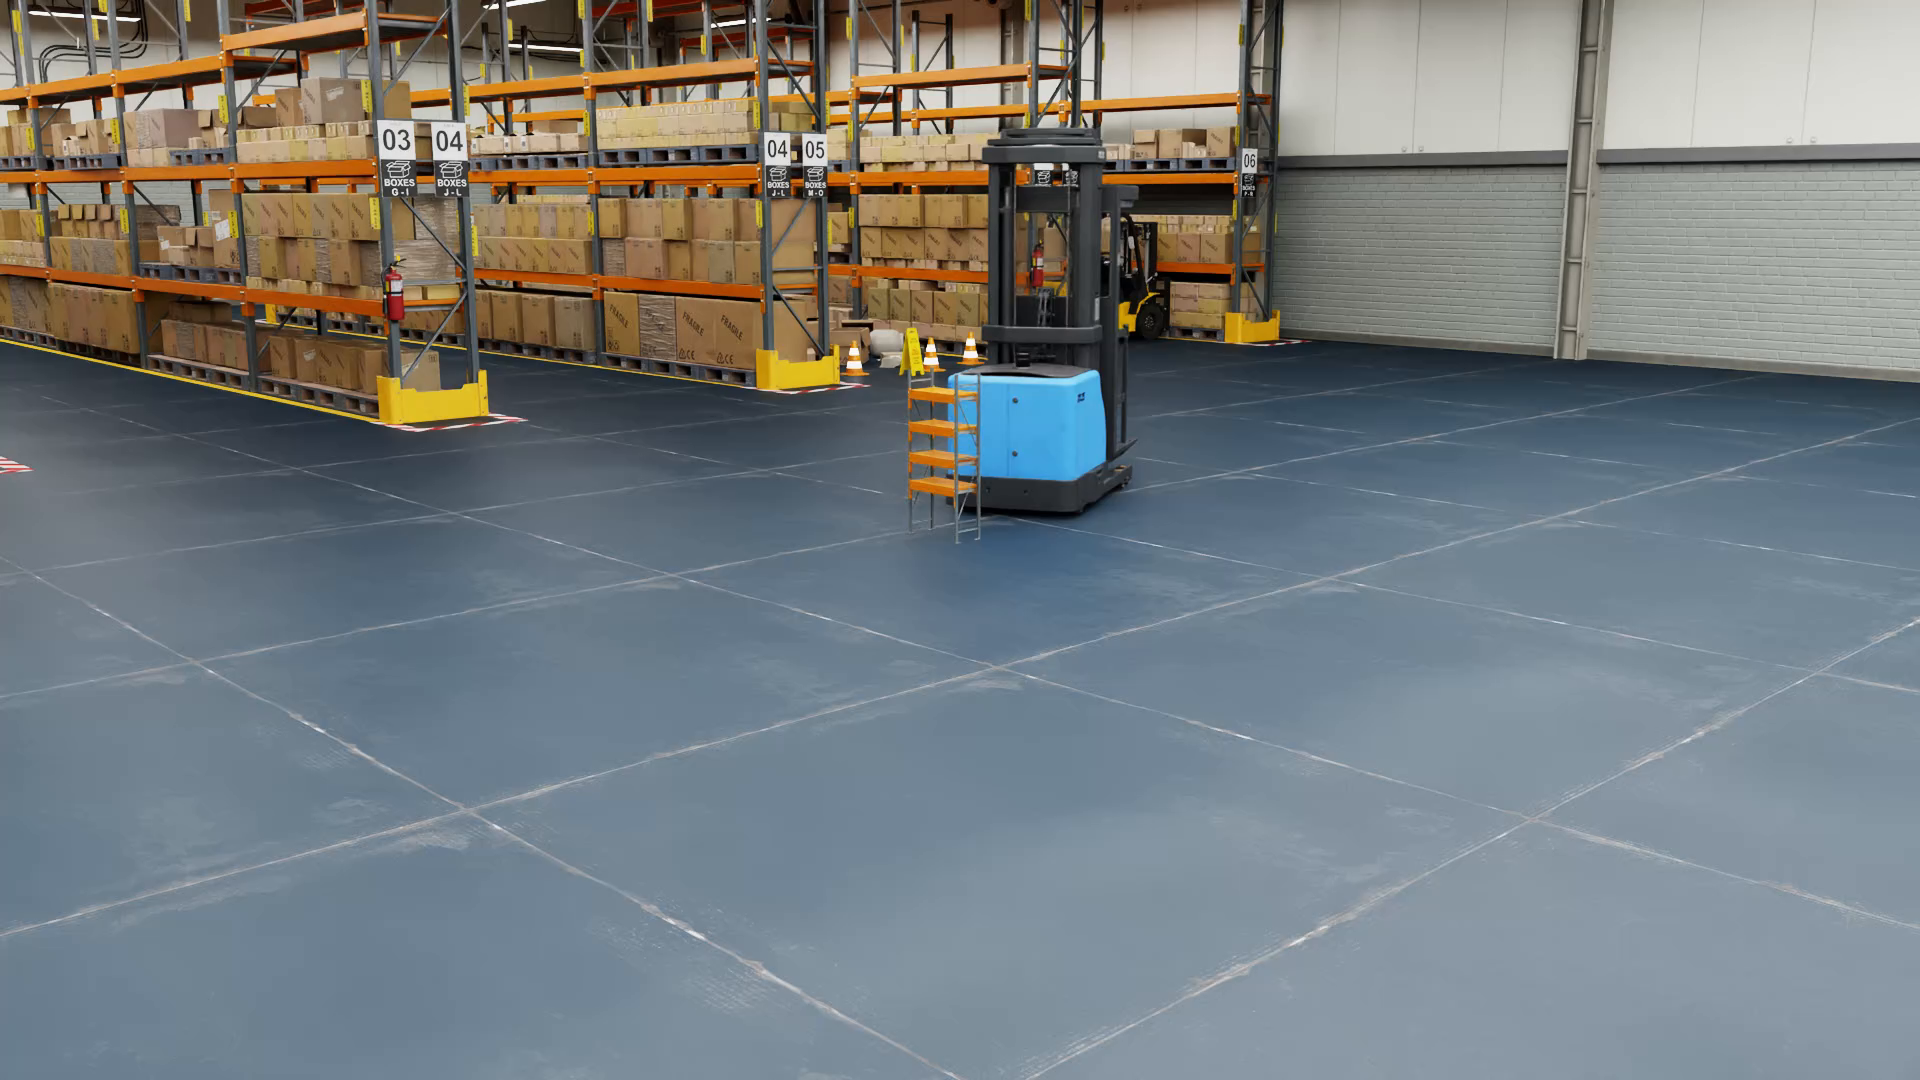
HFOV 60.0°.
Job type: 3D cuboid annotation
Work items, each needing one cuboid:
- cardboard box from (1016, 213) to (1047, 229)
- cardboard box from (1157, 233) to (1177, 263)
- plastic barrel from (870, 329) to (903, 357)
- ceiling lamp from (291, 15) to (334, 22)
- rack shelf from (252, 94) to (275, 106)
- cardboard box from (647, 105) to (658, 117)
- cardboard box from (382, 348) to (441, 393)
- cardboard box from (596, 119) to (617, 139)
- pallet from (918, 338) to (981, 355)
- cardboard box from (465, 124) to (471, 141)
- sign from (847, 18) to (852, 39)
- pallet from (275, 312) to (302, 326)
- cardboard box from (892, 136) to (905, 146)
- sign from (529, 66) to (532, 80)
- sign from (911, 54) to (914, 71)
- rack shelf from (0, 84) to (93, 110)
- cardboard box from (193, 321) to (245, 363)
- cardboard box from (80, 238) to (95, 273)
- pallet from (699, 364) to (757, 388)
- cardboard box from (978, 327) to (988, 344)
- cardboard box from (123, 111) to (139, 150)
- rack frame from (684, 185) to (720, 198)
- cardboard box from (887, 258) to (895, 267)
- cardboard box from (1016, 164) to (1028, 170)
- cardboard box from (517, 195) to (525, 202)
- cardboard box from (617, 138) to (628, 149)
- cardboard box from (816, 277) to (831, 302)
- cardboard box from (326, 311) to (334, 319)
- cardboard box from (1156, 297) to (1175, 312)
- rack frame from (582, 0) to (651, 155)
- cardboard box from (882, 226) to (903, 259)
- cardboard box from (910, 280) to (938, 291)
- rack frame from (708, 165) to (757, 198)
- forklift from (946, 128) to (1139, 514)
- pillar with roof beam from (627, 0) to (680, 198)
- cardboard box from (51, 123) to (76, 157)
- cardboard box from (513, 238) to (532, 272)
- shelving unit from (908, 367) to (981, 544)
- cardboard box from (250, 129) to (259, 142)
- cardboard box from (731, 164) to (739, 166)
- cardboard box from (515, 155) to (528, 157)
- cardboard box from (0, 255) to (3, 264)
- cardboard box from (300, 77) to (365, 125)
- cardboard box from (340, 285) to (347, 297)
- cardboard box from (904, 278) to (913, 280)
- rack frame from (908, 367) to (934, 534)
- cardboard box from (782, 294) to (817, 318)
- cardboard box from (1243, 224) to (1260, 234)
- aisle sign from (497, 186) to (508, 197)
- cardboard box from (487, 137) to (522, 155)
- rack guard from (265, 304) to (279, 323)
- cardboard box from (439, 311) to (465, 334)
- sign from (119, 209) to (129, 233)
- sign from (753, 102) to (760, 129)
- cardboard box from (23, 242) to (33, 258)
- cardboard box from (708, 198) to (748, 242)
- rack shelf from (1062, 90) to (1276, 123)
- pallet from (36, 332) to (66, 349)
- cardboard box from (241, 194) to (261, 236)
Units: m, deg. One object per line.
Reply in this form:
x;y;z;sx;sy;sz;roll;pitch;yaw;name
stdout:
0.881;-4.918;24.885;0.500;0.500;0.700;11;16;44;cardboard box
3.744;-5.118;29.070;0.500;0.500;0.500;-11;16;-44;cardboard box
-1.130;-3.018;25.511;0.512;0.421;0.421;-1;12;-4;plastic barrel
-13.265;-12.376;35.213;2.000;3.185;0.800;-11;16;-43;ceiling lamp
-11.787;-8.112;30.777;1.077;0.370;4.000;-11;16;-43;rack shelf
-3.996;-5.774;22.427;0.380;0.149;0.250;-11;16;-43;cardboard box
-6.195;-1.883;18.773;0.500;0.500;0.500;-7;14;-32;cardboard box
-4.746;-5.754;23.320;0.500;0.250;0.500;-11;16;-42;cardboard box
-0.035;-3.136;26.611;1.003;0.211;1.213;-11;16;-43;pallet
-8.111;-6.568;26.780;0.396;0.266;0.258;-11;16;-43;cardboard box
-1.768;-8.168;26.551;0.100;0.325;0.005;-11;16;-43;sign
-12.580;-4.320;32.355;1.003;0.211;1.213;-11;16;-43;pallet
-0.851;-6.303;26.282;0.380;0.149;0.250;-11;16;-43;cardboard box
-9.255;-10.033;35.796;0.100;0.325;0.005;-11;16;-43;sign
-0.931;-9.407;32.758;0.100;0.325;0.005;-11;16;-43;sign
-15.444;-7.242;27.534;1.077;0.370;4.000;-11;16;-43;rack shelf
-10.034;-2.711;22.742;0.700;0.500;0.500;-9;15;-38;cardboard box
-12.872;-4.286;25.032;0.500;0.500;0.500;-10;16;-41;cardboard box
-2.727;-2.225;22.187;1.003;0.211;1.213;-11;16;-43;pallet
0.622;-3.132;25.455;0.500;0.250;0.500;-11;16;-43;cardboard box
-11.162;-5.635;22.906;0.500;0.500;0.500;-11;16;-42;cardboard box
-6.070;-7.217;39.506;1.000;3.000;0.127;-11;16;-43;rack frame
-0.968;-4.495;26.920;0.380;0.149;0.250;-11;16;-43;cardboard box
0.943;-5.549;24.598;0.380;0.149;0.250;-11;16;-42;cardboard box
-9.089;-7.172;34.958;0.250;0.149;0.380;11;16;43;cardboard box
-4.524;-5.495;23.049;0.380;0.149;0.250;-11;16;-43;cardboard box
-2.762;-5.436;36.017;0.500;0.500;0.500;-11;16;-43;cardboard box
-11.638;-4.206;30.919;0.380;0.149;0.250;-11;16;-43;cardboard box
3.707;-4.160;29.204;0.500;0.250;0.500;-11;16;-44;cardboard box
-4.881;-7.007;23.621;1.000;3.000;0.127;-11;16;-43;rack frame
-0.905;-4.795;26.766;0.500;0.500;0.500;-11;16;-43;cardboard box
-0.571;-4.053;26.458;0.380;0.149;0.250;-10;15;-39;cardboard box
-4.133;-5.357;30.479;1.000;3.000;0.127;-11;16;-43;rack frame
0.840;-1.892;13.832;1.130;2.935;3.031;4;12;18;forklift
-10.394;-10.074;38.509;9.100;9.000;0.548;-11;16;-43;pillar with roof beam
-13.655;-6.200;25.851;0.700;0.500;0.500;-10;16;-41;cardboard box
-6.485;-4.378;25.479;0.500;0.500;0.500;-11;16;-43;cardboard box
-0.114;-0.612;11.908;0.258;1.200;0.503;-11;16;-43;shelving unit
-8.303;-4.863;20.034;0.250;0.149;0.380;11;16;42;cardboard box
-3.862;-6.653;29.671;0.396;0.266;0.258;-11;16;-43;cardboard box
-9.282;-8.122;35.548;0.500;0.250;0.500;10;15;40;cardboard box
-16.108;-4.773;28.267;0.380;0.149;0.250;-11;16;-44;cardboard box
-7.029;-4.908;18.643;0.500;0.500;0.500;-11;16;-43;cardboard box
-6.808;-2.845;18.909;0.380;0.149;0.250;-11;16;-43;cardboard box
-1.070;-5.385;34.162;0.250;0.149;0.380;11;16;42;cardboard box
-0.283;-0.647;12.080;0.240;1.200;0.015;-11;16;-43;rack frame
-2.637;-3.667;26.596;0.500;0.500;0.500;-11;16;-43;cardboard box
4.933;-5.334;28.512;0.250;0.149;0.380;11;16;44;cardboard box
-9.917;-7.768;35.739;0.394;0.787;0.004;-11;16;-43;aisle sign
-6.957;-6.093;25.703;0.500;0.250;0.500;-10;16;-41;cardboard box
-13.115;-4.585;32.925;1.175;0.500;0.348;-11;16;-43;rack guard
-8.287;-3.693;27.559;0.500;0.500;0.500;-11;16;-43;cardboard box
-11.700;-4.465;23.282;0.100;0.325;0.005;-11;16;-43;sign
-2.521;-5.275;20.651;0.100;0.325;0.005;-11;16;-43;sign
-14.917;-4.735;27.095;0.500;0.250;0.500;-10;15;-41;cardboard box
-2.793;-4.214;21.885;0.875;0.550;0.550;-11;16;-43;cardboard box
3.598;-7.564;29.097;1.077;0.370;4.000;-11;16;-43;rack shelf
-14.531;-3.316;27.483;1.003;0.211;1.213;-11;16;-43;pallet
-8.411;-3.975;20.311;0.500;0.500;0.500;-11;16;-43;cardboard box
